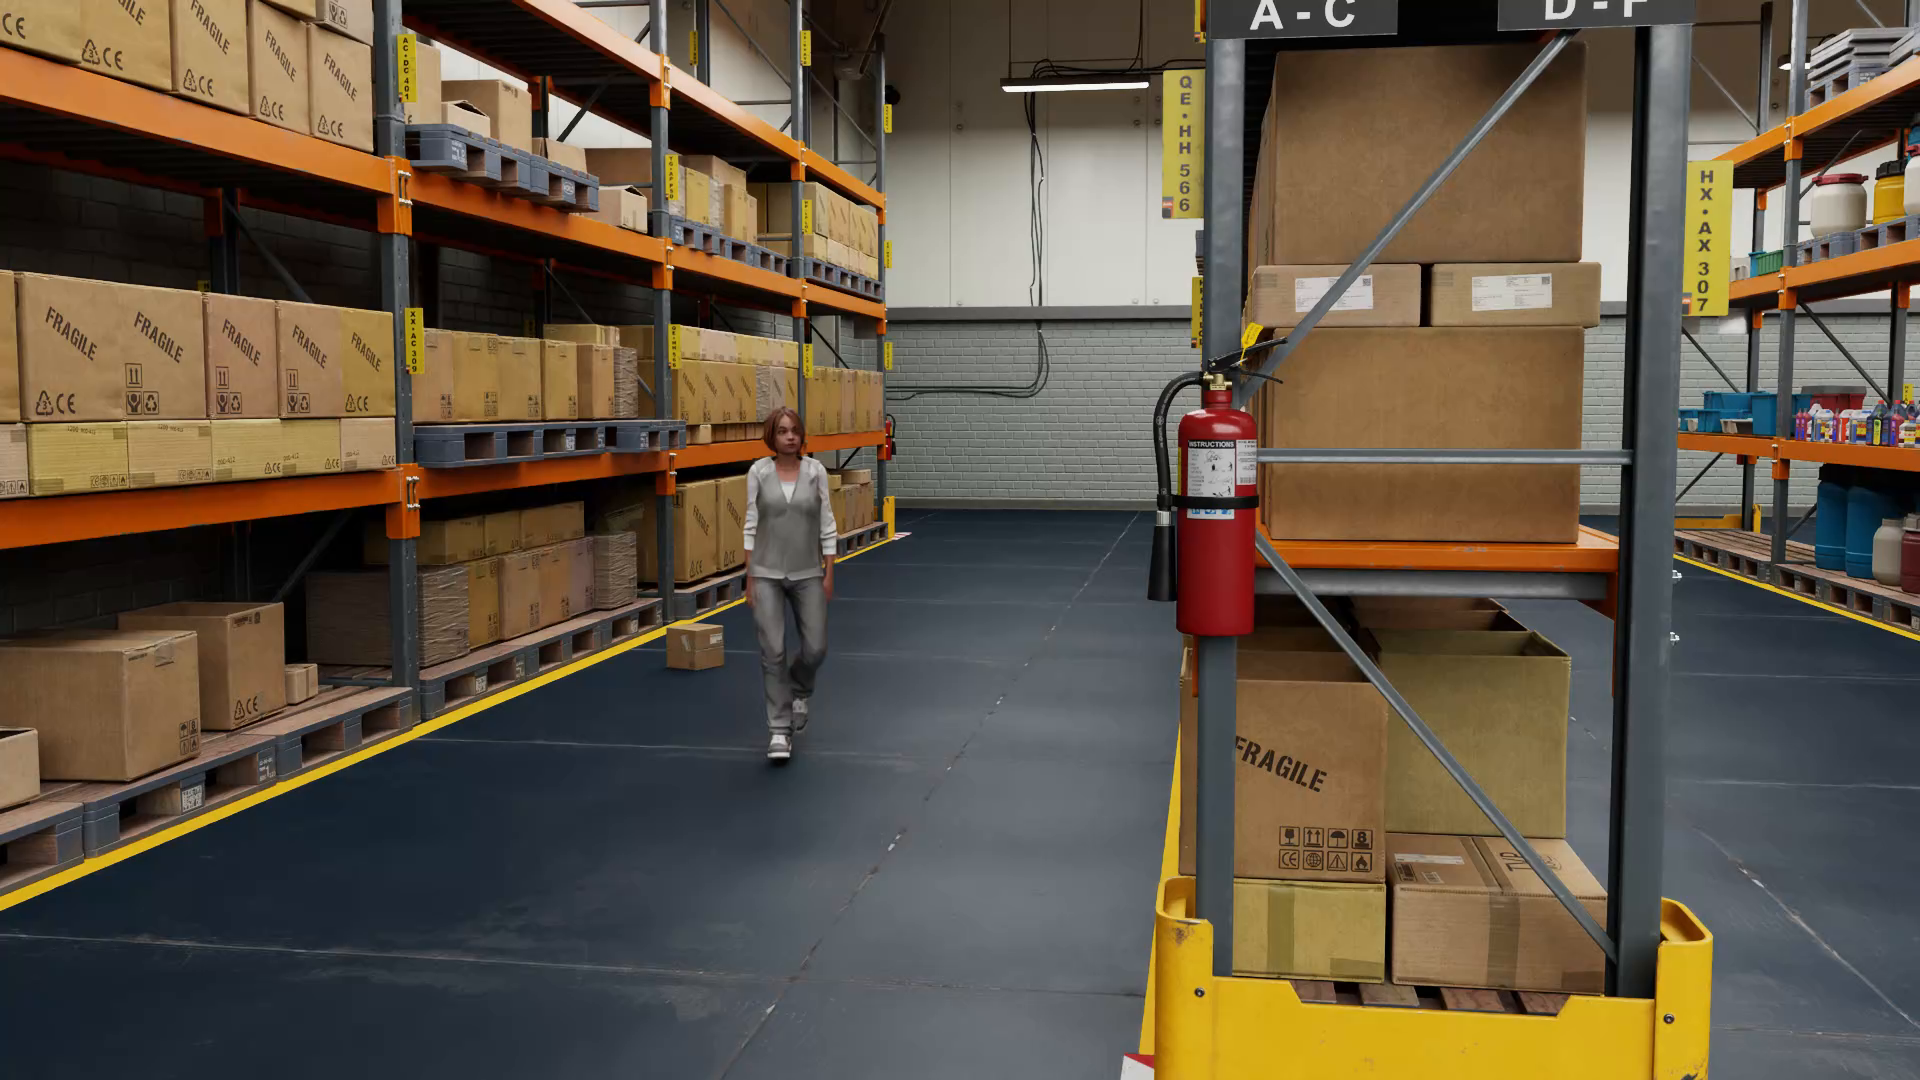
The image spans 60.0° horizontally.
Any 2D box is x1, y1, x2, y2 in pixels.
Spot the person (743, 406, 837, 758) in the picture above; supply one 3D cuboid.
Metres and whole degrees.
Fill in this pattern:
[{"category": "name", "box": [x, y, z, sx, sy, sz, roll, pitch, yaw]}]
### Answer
[{"category": "person", "box": [-0.780, 0.179, 7.653, 0.431, 1.586, 0.553, -1, 5, -9]}]
